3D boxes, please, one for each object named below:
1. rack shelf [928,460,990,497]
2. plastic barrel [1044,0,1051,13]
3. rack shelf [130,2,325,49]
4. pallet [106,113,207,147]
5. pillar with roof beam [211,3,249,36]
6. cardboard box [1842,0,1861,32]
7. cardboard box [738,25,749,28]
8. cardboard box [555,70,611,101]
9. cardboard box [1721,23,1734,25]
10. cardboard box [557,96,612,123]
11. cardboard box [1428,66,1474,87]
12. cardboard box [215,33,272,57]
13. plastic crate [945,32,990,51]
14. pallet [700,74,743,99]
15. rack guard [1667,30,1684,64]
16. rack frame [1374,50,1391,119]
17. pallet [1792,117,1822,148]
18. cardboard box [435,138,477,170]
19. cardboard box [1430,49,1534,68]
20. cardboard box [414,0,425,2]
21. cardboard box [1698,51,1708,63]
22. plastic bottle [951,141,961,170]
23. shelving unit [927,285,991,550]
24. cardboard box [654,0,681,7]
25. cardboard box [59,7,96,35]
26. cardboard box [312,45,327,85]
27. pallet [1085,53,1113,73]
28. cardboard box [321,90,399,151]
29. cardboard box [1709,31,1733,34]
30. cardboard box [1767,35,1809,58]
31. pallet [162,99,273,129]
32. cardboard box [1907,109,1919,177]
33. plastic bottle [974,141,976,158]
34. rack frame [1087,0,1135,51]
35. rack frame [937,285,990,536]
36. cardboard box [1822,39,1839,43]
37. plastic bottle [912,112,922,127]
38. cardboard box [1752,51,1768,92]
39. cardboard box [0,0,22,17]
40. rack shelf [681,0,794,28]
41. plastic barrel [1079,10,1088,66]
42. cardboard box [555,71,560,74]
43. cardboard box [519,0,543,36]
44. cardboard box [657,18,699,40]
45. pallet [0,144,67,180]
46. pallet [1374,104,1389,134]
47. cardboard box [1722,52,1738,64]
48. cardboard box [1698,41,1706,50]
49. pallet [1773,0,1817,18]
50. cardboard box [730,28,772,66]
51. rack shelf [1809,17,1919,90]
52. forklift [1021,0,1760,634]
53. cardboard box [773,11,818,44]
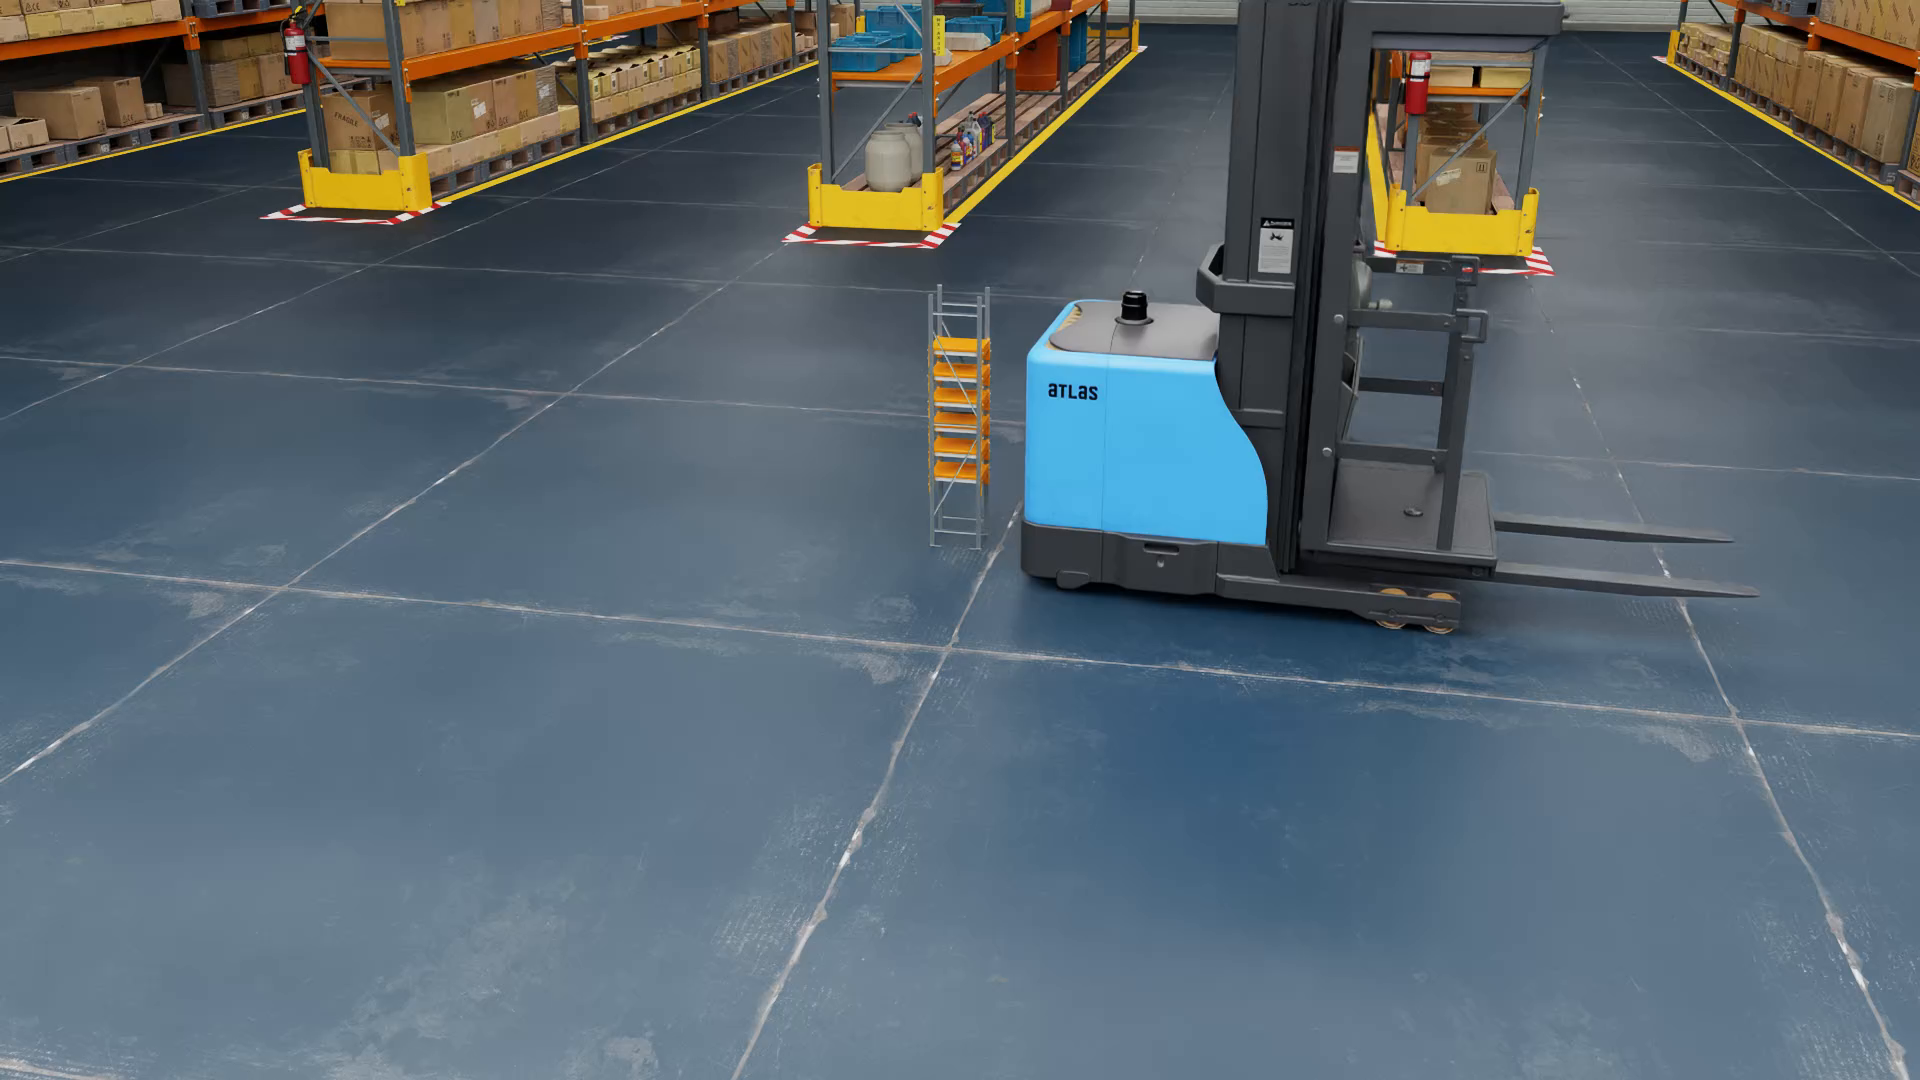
[{"bbox_3d":[-0.003,-0.287,7.723,0.258,0.103,0.180,4,22,11],"label":"rack shelf"},{"bbox_3d":[0.916,-6.756,20.464,0.421,0.512,0.421,0,22,0],"label":"plastic barrel"},{"bbox_3d":[-9.190,-6.787,21.653,1.077,0.370,4.000,4,22,11],"label":"rack shelf"},{"bbox_3d":[-9.700,-4.847,19.607,1.003,0.211,1.213,4,22,11],"label":"pallet"},{"bbox_3d":[-5.679,-9.897,20.382,9.100,9.000,0.400,4,22,11],"label":"pillar with roof beam"},{"bbox_3d":[10.040,-5.836,18.196,0.500,0.500,0.500,4,22,11],"label":"cardboard box"},{"bbox_3d":[-3.550,-7.629,25.538,0.500,0.500,0.500,5,22,12],"label":"cardboard box"},{"bbox_3d":[-4.420,-5.325,19.427,0.500,0.311,0.500,5,22,11],"label":"cardboard box"},{"bbox_3d":[12.373,-8.165,26.570,0.380,0.149,0.250,5,22,12],"label":"cardboard box"},{"bbox_3d":[-4.423,-5.061,19.523,0.500,0.250,0.500,4,22,10],"label":"cardboard box"},{"bbox_3d":[3.989,-3.797,13.602,0.380,0.149,0.250,4,22,11],"label":"cardboard box"},{"bbox_3d":[-9.275,-6.404,21.492,0.500,0.250,0.500,4,22,9],"label":"cardboard box"},{"bbox_3d":[0.017,-4.898,16.354,0.530,0.136,0.437,4,22,11],"label":"plastic crate"},{"bbox_3d":[-3.742,-6.452,23.592,1.003,0.211,1.213,4,22,11],"label":"pallet"},{"bbox_3d":[12.218,-8.043,27.154,1.175,0.500,0.348,4,22,11],"label":"rack guard"},{"bbox_3d":[5.766,-6.719,20.522,1.000,3.000,0.127,4,22,11],"label":"rack frame"},{"bbox_3d":[10.366,-4.728,19.311,1.003,0.211,1.213,4,22,11],"label":"pallet"},{"bbox_3d":[-5.138,-3.832,16.471,0.500,0.250,0.500,4,22,11],"label":"cardboard box"},{"bbox_3d":[4.272,-4.177,13.677,0.875,0.500,0.500,4,22,11],"label":"cardboard box"},{"bbox_3d":[-5.222,-5.121,15.552,0.380,0.149,0.250,4,22,10],"label":"cardboard box"},{"bbox_3d":[11.510,-7.368,25.388,0.380,0.149,0.250,4,22,11],"label":"cardboard box"},{"bbox_3d":[-0.040,-3.749,16.210,0.097,0.271,0.097,0,22,0],"label":"plastic bottle"},{"bbox_3d":[-0.003,-0.551,7.616,0.258,1.200,0.189,4,22,11],"label":"shelving unit"},{"bbox_3d":[-3.845,-7.009,21.578,0.380,0.149,0.250,4,22,11],"label":"cardboard box"},{"bbox_3d":[-9.697,-5.582,17.872,0.500,0.250,0.500,5,22,11],"label":"cardboard box"},{"bbox_3d":[-9.097,-6.450,22.610,0.700,0.500,0.500,4,22,11],"label":"cardboard box"},{"bbox_3d":[1.845,-7.538,26.288,1.003,0.211,1.213,4,22,11],"label":"pallet"},{"bbox_3d":[-5.746,-4.036,15.974,0.500,0.500,0.500,4,22,11],"label":"cardboard box"},{"bbox_3d":[11.587,-7.631,25.243,0.380,0.149,0.250,5,22,11],"label":"cardboard box"},{"bbox_3d":[10.695,-6.328,21.330,0.500,0.250,0.500,5,22,12],"label":"cardboard box"},{"bbox_3d":[-9.441,-5.381,20.931,1.003,0.211,1.213,4,22,11],"label":"pallet"},{"bbox_3d":[9.588,-3.826,15.620,0.875,0.875,0.875,5,22,12],"label":"cardboard box"},{"bbox_3d":[0.112,-3.990,16.902,0.097,0.201,0.097,0,22,0],"label":"plastic bottle"},{"bbox_3d":[2.549,-10.023,28.724,1.000,3.000,0.127,4,22,11],"label":"rack frame"},{"bbox_3d":[0.016,-0.585,7.699,0.240,1.200,0.006,4,22,11],"label":"rack frame"},{"bbox_3d":[11.082,-6.107,20.781,0.500,0.250,0.500,4,22,10],"label":"cardboard box"},{"bbox_3d":[-0.470,-4.346,17.586,0.144,0.351,0.185,5,22,12],"label":"plastic bottle"},{"bbox_3d":[10.806,-6.166,21.933,0.500,0.500,0.500,5,22,12],"label":"cardboard box"},{"bbox_3d":[-9.912,-5.545,16.778,0.500,0.500,0.500,5,22,11],"label":"cardboard box"},{"bbox_3d":[-3.523,-7.874,24.351,1.077,0.370,4.000,4,22,11],"label":"rack shelf"},{"bbox_3d":[1.605,-7.583,24.915,0.600,0.901,0.708,4,22,11],"label":"plastic barrel"},{"bbox_3d":[-4.946,-5.362,19.521,0.500,0.311,0.500,4,22,11],"label":"cardboard box"},{"bbox_3d":[-4.933,-5.703,17.865,0.700,0.500,0.500,4,22,10],"label":"cardboard box"},{"bbox_3d":[-3.963,-7.249,23.591,0.500,0.250,0.500,5,23,13],"label":"cardboard box"},{"bbox_3d":[-10.198,-3.955,17.391,1.003,0.211,1.213,4,22,11],"label":"pallet"},{"bbox_3d":[5.605,-5.140,20.334,1.003,0.211,1.213,4,22,11],"label":"pallet"},{"bbox_3d":[11.170,-6.917,23.869,0.380,0.149,0.250,5,22,12],"label":"cardboard box"},{"bbox_3d":[11.681,-7.686,25.779,0.380,0.149,0.250,3,22,8],"label":"cardboard box"},{"bbox_3d":[10.642,-6.484,20.195,1.213,0.211,1.003,4,22,11],"label":"pallet"},{"bbox_3d":[-3.147,-7.417,25.013,0.500,0.500,0.500,5,22,12],"label":"cardboard box"},{"bbox_3d":[10.193,-5.239,17.810,1.077,0.370,4.000,4,22,11],"label":"rack shelf"},{"bbox_3d":[1.843,-1.191,6.887,3.031,2.935,1.130,5,23,13],"label":"forklift"},{"bbox_3d":[-2.737,-8.672,28.124,0.797,0.503,0.637,4,22,11],"label":"cardboard box"}]
